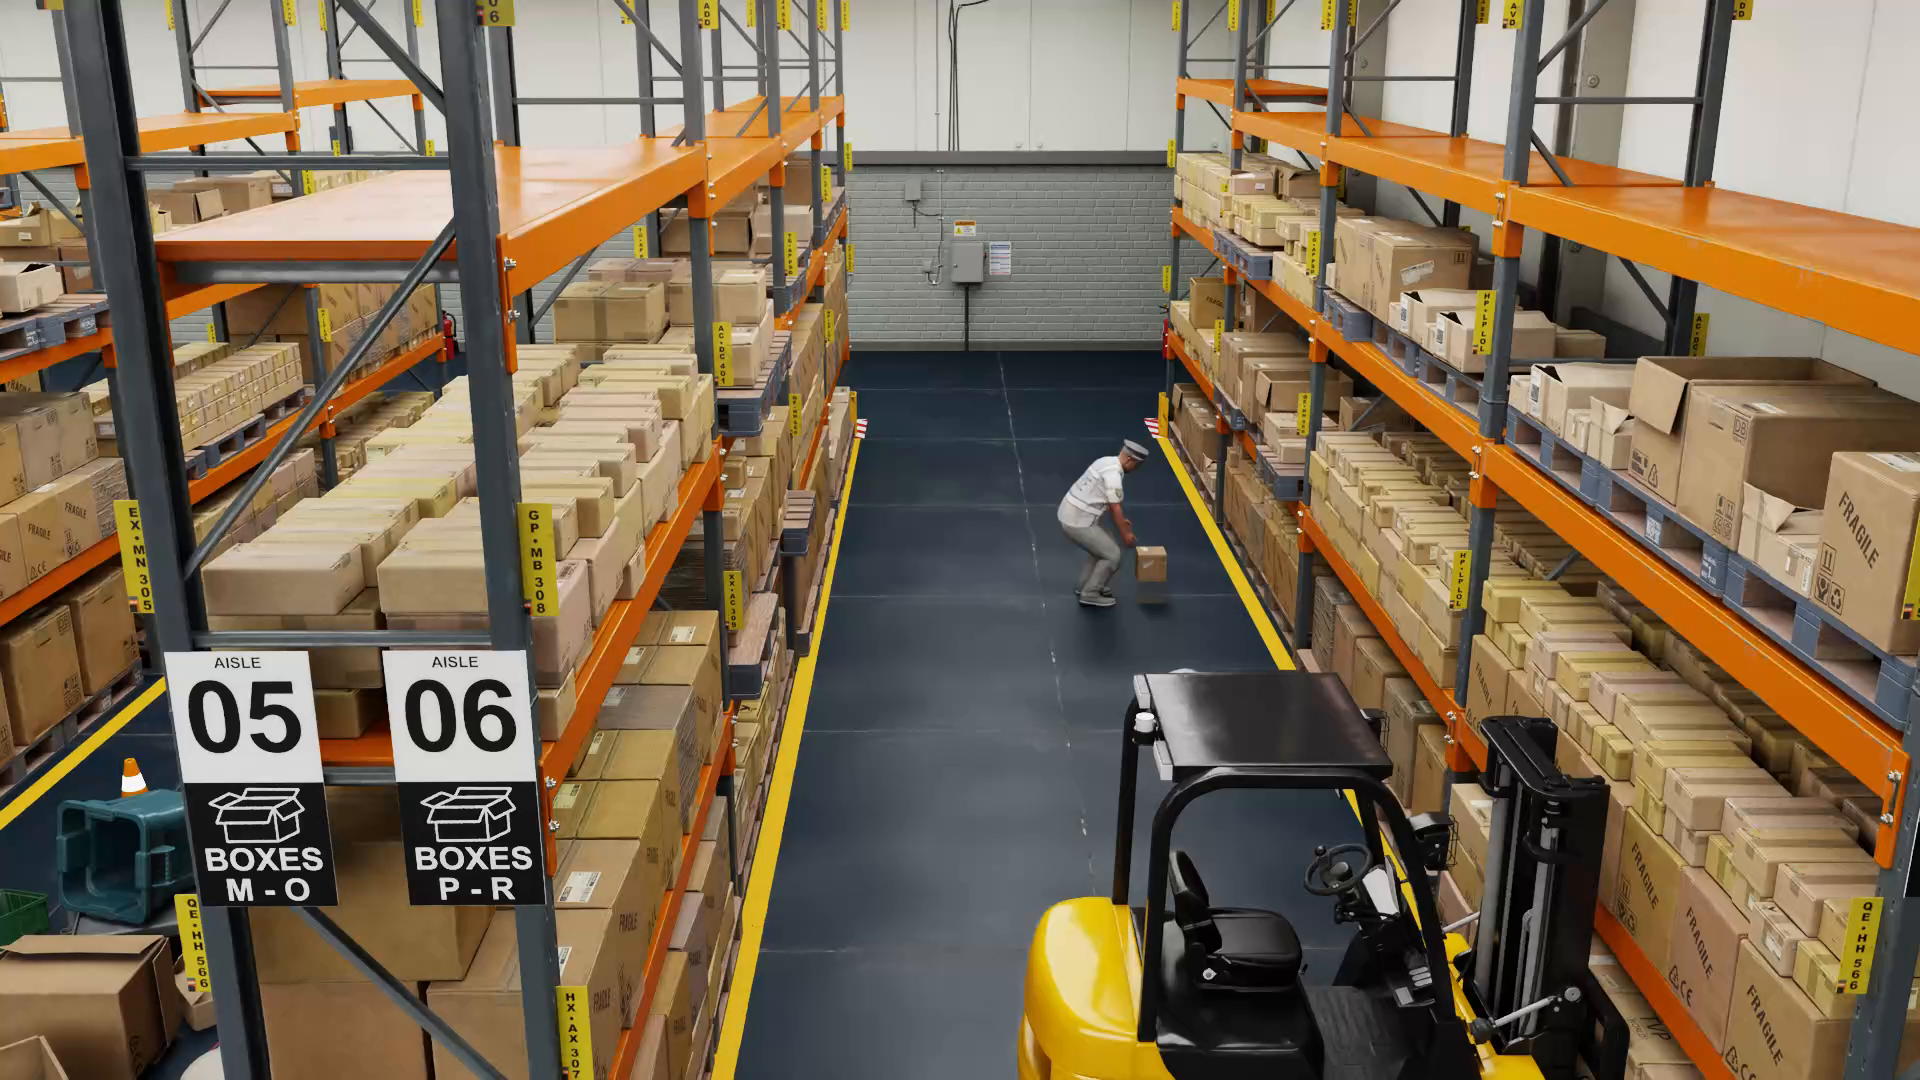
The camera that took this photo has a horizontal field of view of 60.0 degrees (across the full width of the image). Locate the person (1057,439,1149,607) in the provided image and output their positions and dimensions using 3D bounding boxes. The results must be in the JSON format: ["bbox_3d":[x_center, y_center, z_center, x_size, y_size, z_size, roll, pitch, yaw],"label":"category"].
[{"bbox_3d":[1.250,-0.167,14.628,0.790,1.440,0.590,0,17,-1],"label":"person"}]
